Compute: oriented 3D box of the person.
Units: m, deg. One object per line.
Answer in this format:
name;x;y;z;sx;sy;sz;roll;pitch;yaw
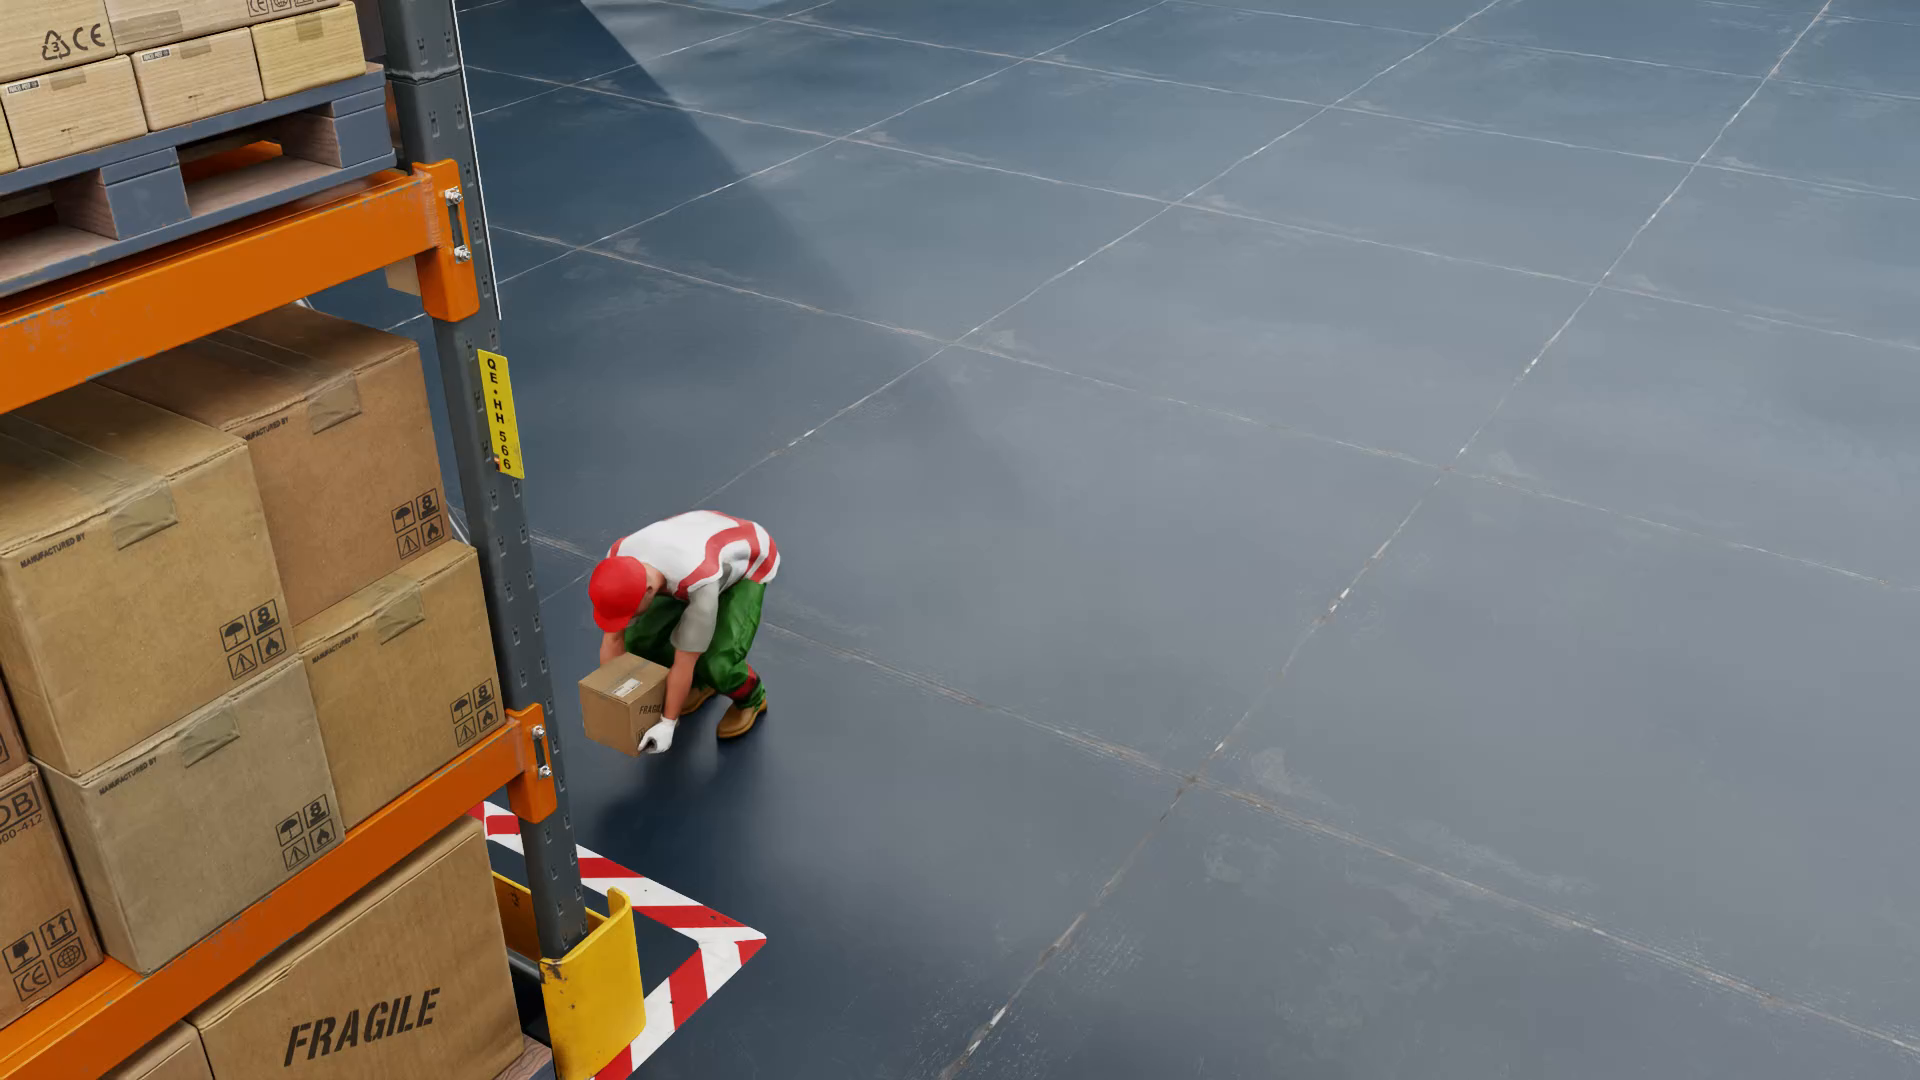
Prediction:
person;-1.052;0.331;6.340;0.531;0.985;0.929;16;34;26
